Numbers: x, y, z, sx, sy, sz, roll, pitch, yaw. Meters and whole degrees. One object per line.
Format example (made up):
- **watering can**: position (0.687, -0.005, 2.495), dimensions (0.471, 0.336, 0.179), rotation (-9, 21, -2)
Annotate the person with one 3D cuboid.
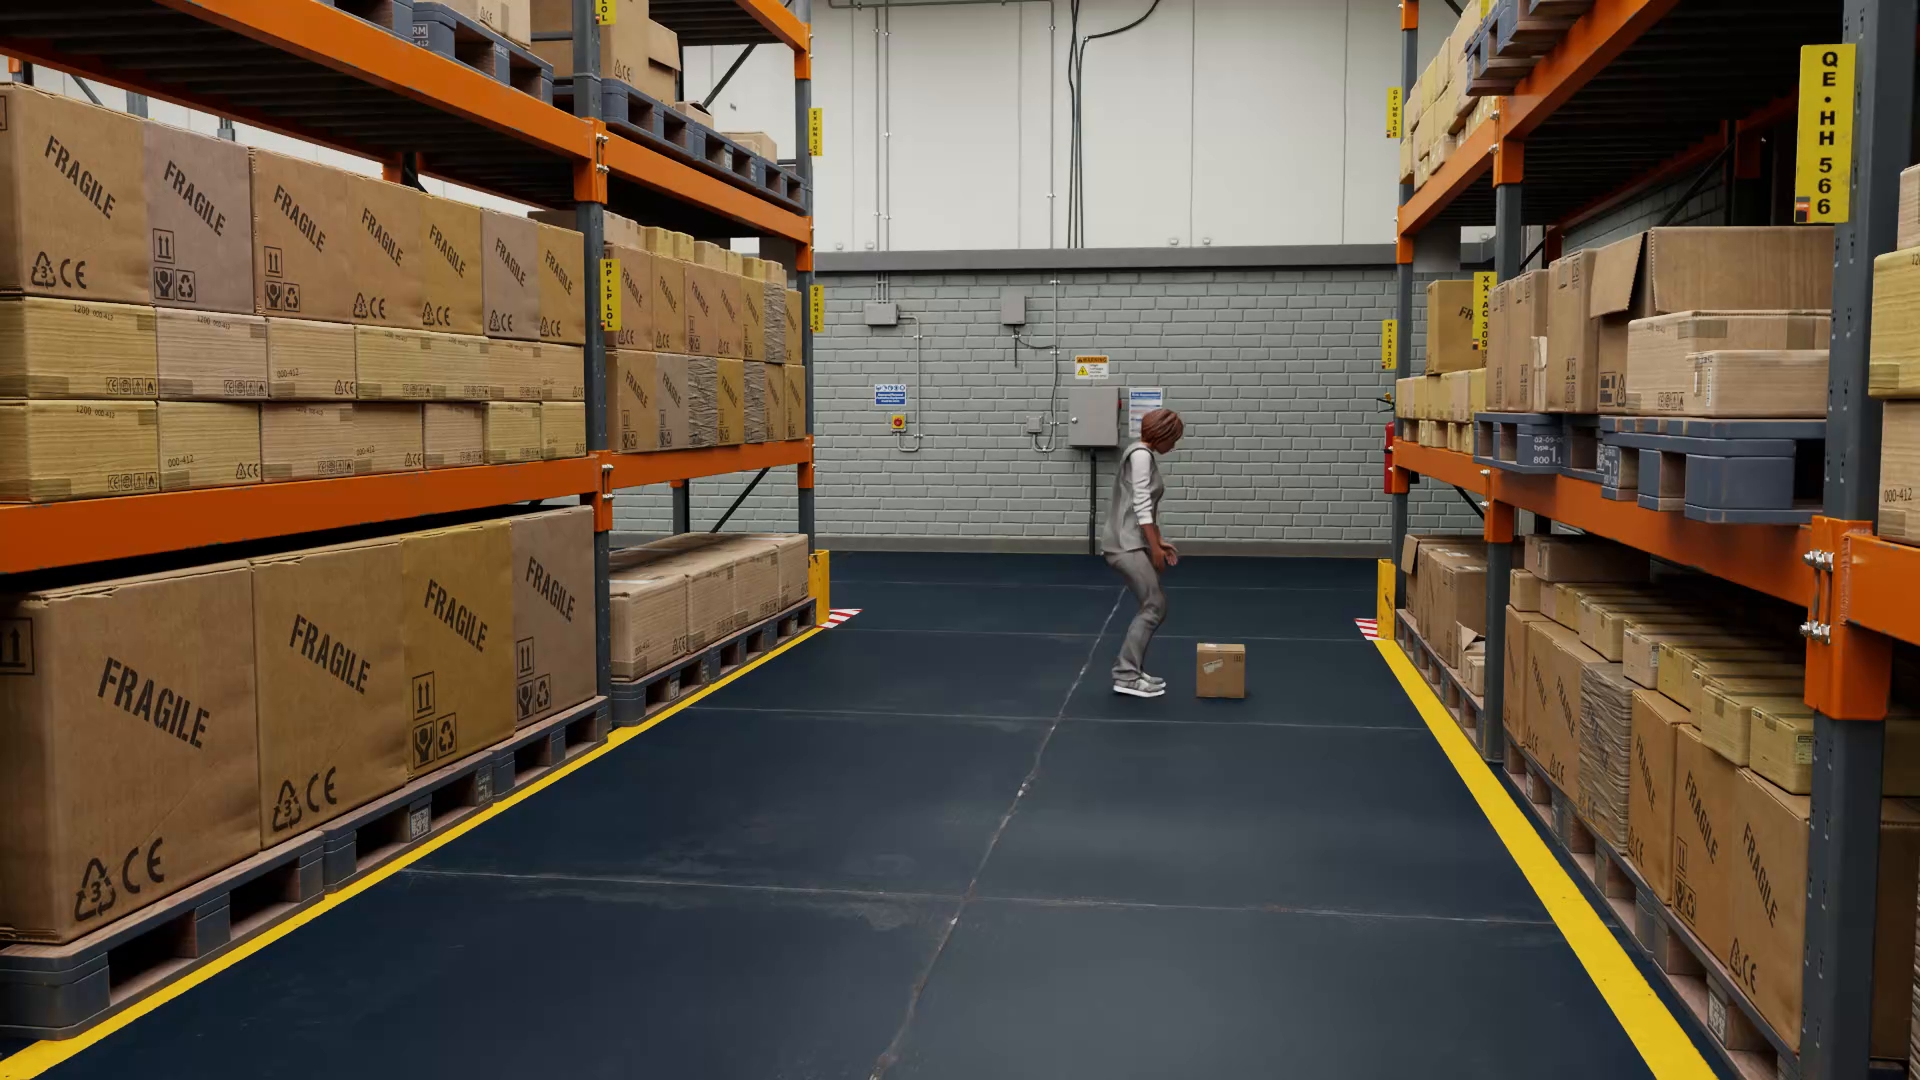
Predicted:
- **person**: position (0.969, 0.066, 8.912), dimensions (0.437, 1.511, 0.437), rotation (1, 5, 10)
